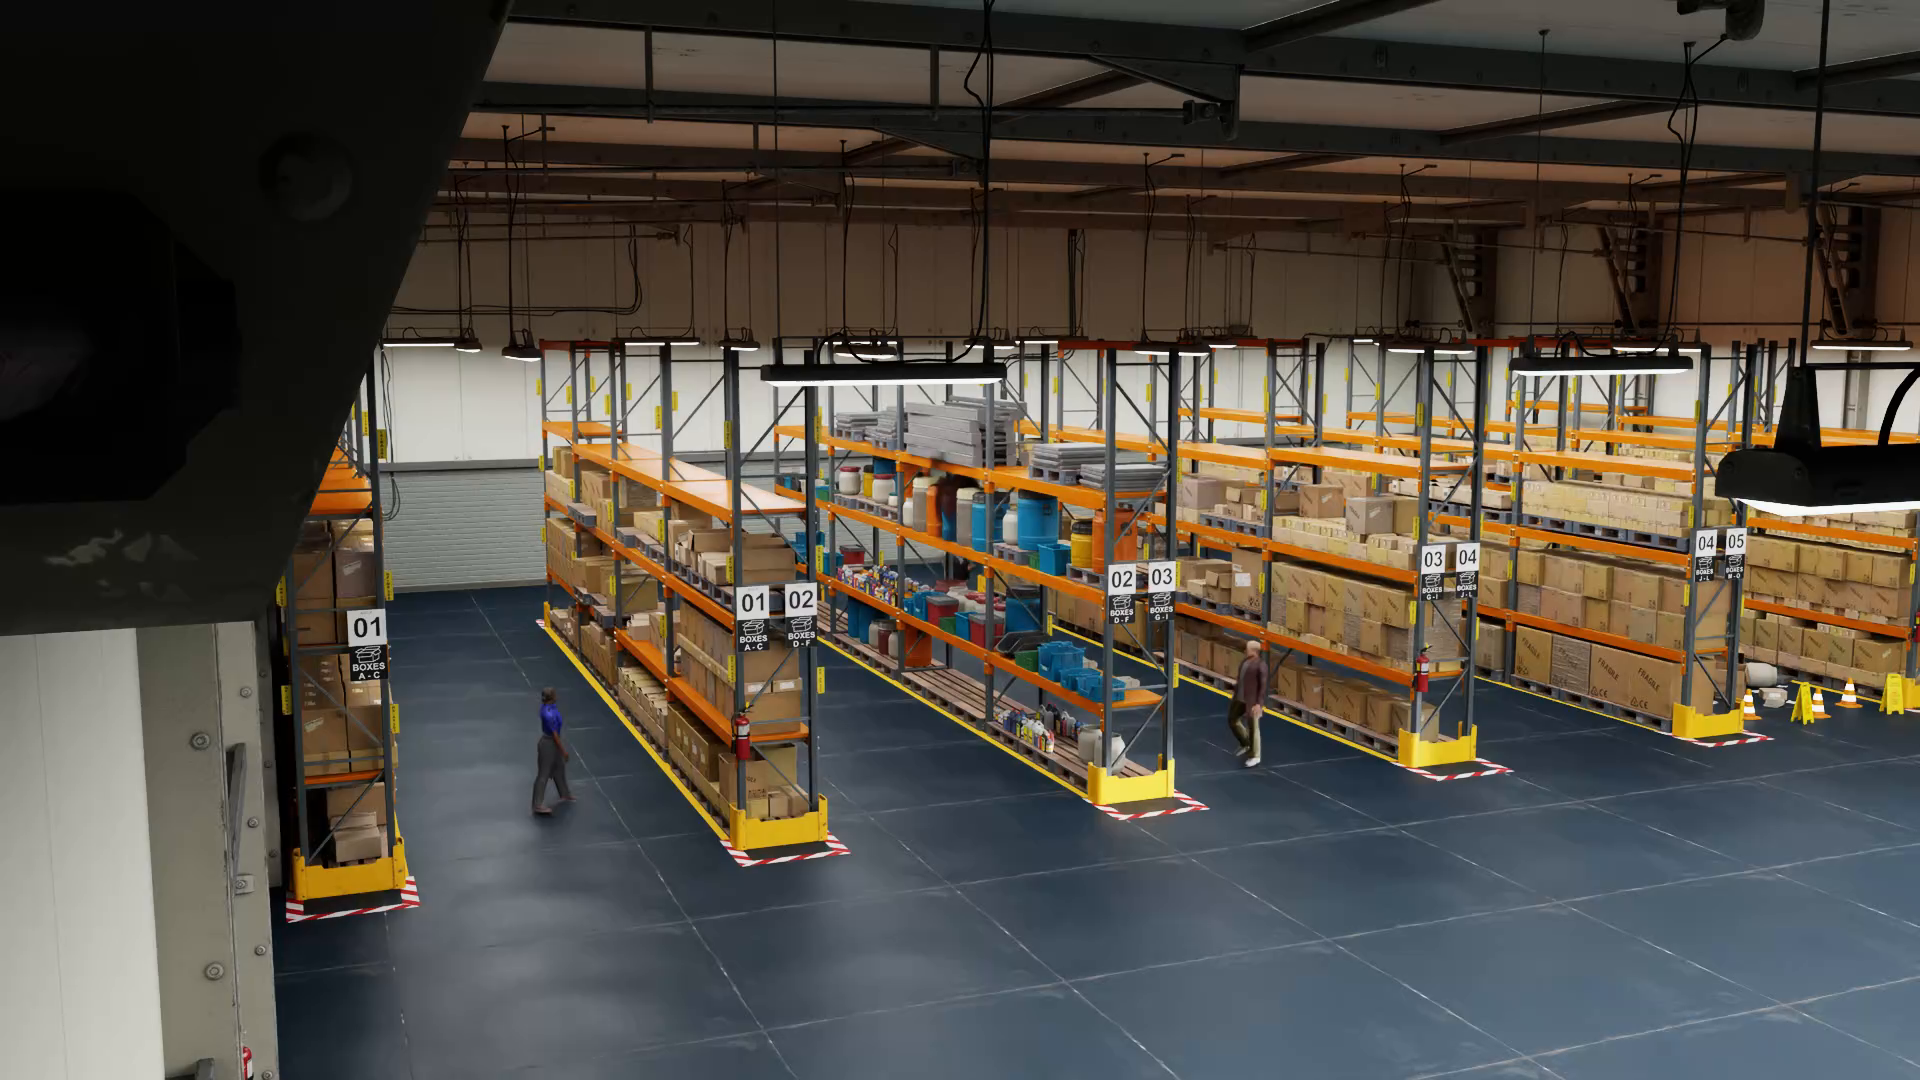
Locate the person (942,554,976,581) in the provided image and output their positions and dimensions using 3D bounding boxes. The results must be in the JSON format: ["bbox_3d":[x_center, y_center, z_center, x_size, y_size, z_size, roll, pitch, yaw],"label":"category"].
[{"bbox_3d":[-3.706,0.829,27.284,13.917,3.840,12.540,-3,8,-24],"label":"person"}]

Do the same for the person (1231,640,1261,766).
[{"bbox_3d":[4.117,2.326,23.999,0.434,1.780,0.648,-6,9,-37],"label":"person"}]

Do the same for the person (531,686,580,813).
[{"bbox_3d":[-5.314,2.700,21.759,0.607,1.657,0.646,-1,8,-10],"label":"person"}]
